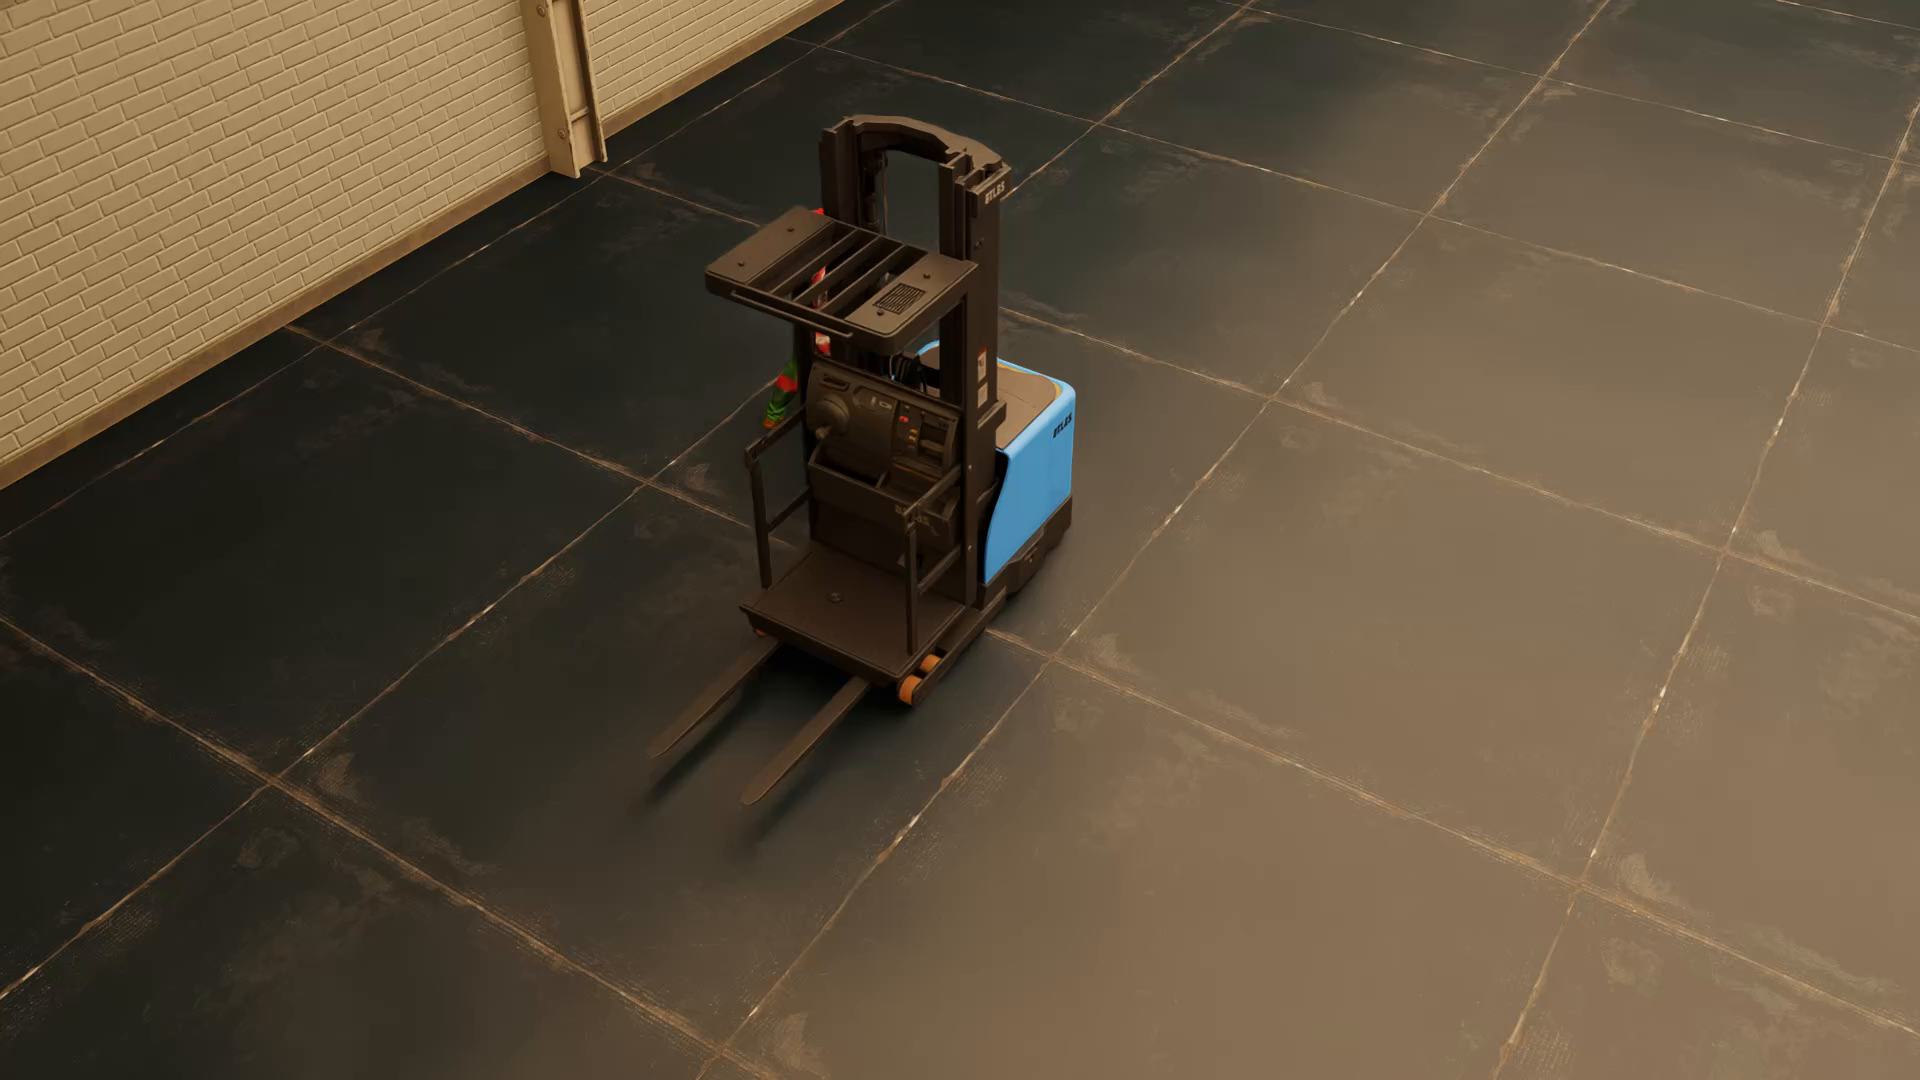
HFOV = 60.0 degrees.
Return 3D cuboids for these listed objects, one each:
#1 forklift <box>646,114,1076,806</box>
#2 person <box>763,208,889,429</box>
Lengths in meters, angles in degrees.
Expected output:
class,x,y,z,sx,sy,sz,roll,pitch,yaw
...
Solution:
class,x,y,z,sx,sy,sz,roll,pitch,yaw
forklift,-0.529,-0.558,8.625,1.130,2.935,3.031,22,45,24
person,-0.834,-1.403,10.668,0.833,1.636,1.009,-29,48,-30
